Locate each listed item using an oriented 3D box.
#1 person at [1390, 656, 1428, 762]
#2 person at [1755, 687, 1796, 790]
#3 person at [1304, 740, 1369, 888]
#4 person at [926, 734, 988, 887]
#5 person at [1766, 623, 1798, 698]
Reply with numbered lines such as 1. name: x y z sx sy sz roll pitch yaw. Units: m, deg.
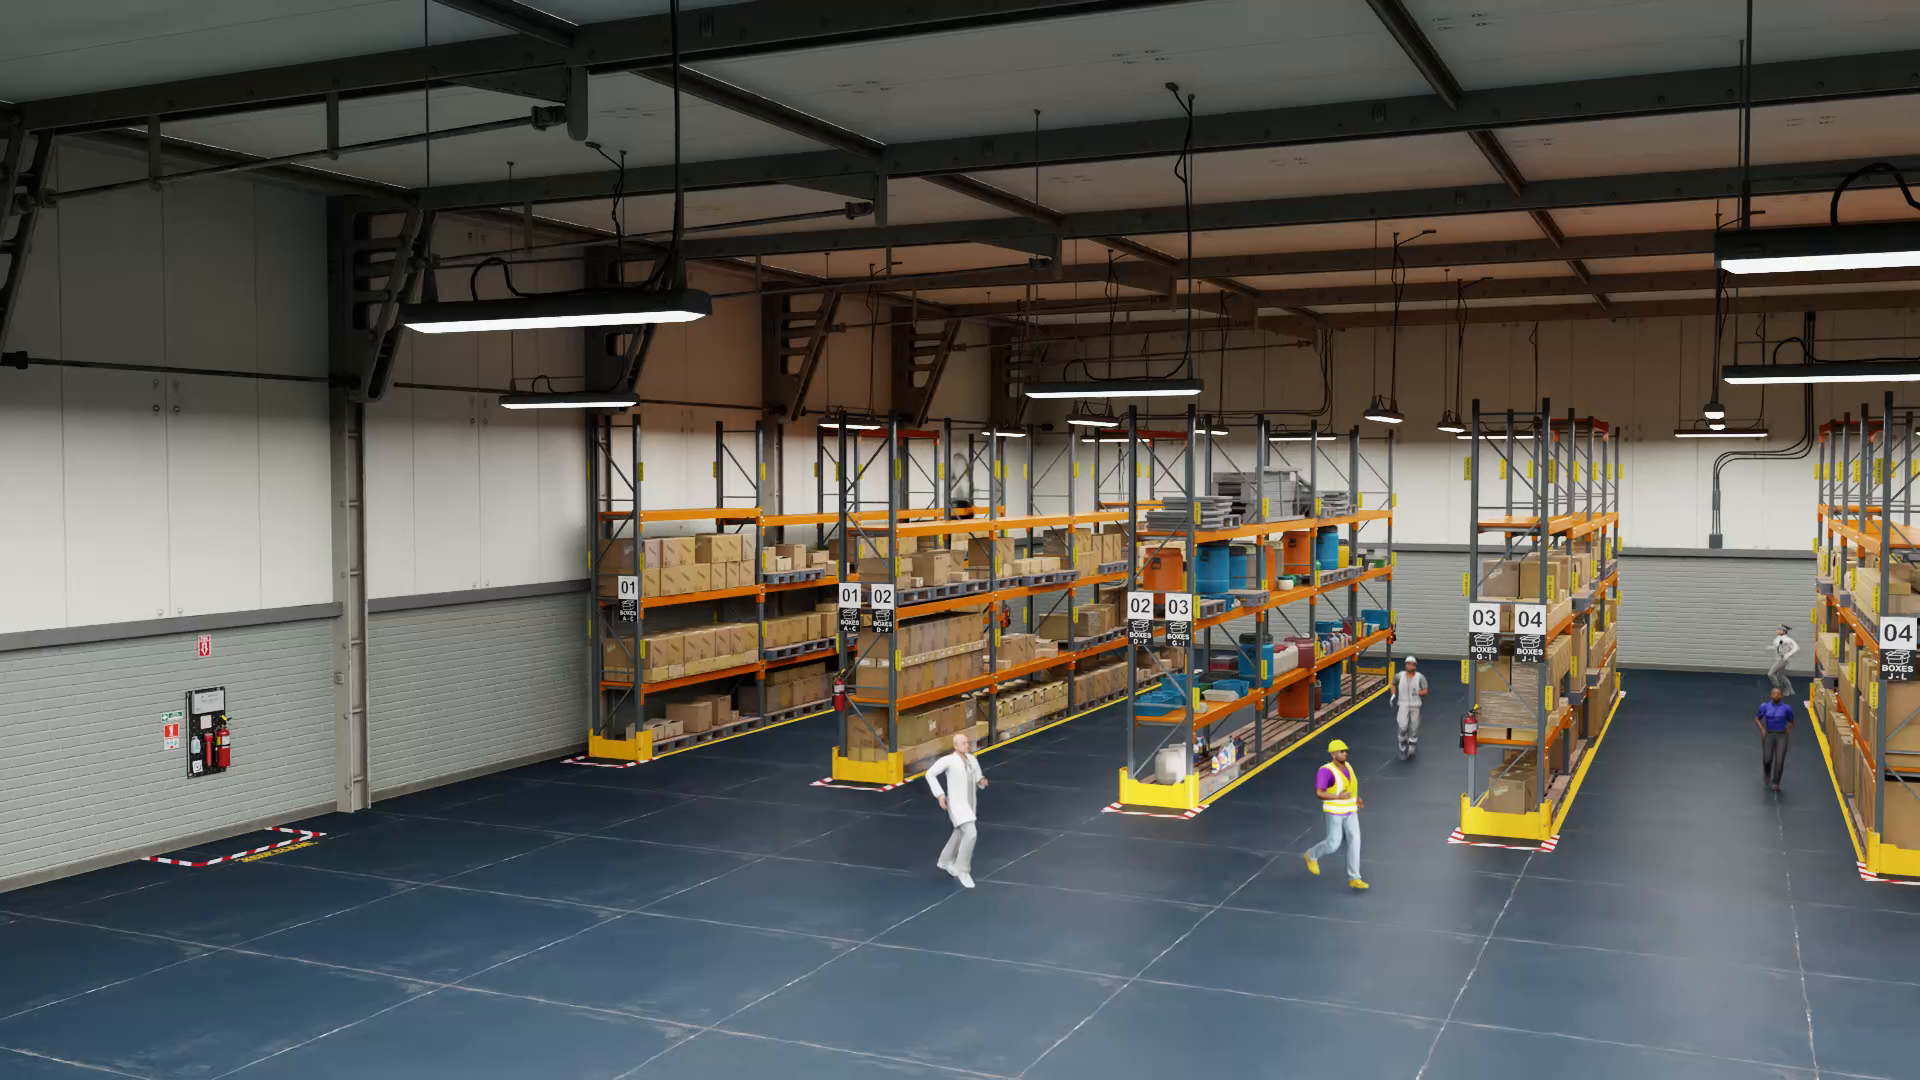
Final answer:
1. person: 7.781 2.922 28.821 0.641 1.817 0.735 1 2 14
2. person: 12.811 3.119 26.123 0.570 1.608 0.570 1 3 23
3. person: 4.588 3.291 20.100 0.712 1.747 0.905 -2 3 -33
4. person: 0.009 3.283 20.263 0.830 1.842 0.670 2 3 38
5. person: 18.122 2.677 36.660 0.664 1.692 0.621 0 2 12
